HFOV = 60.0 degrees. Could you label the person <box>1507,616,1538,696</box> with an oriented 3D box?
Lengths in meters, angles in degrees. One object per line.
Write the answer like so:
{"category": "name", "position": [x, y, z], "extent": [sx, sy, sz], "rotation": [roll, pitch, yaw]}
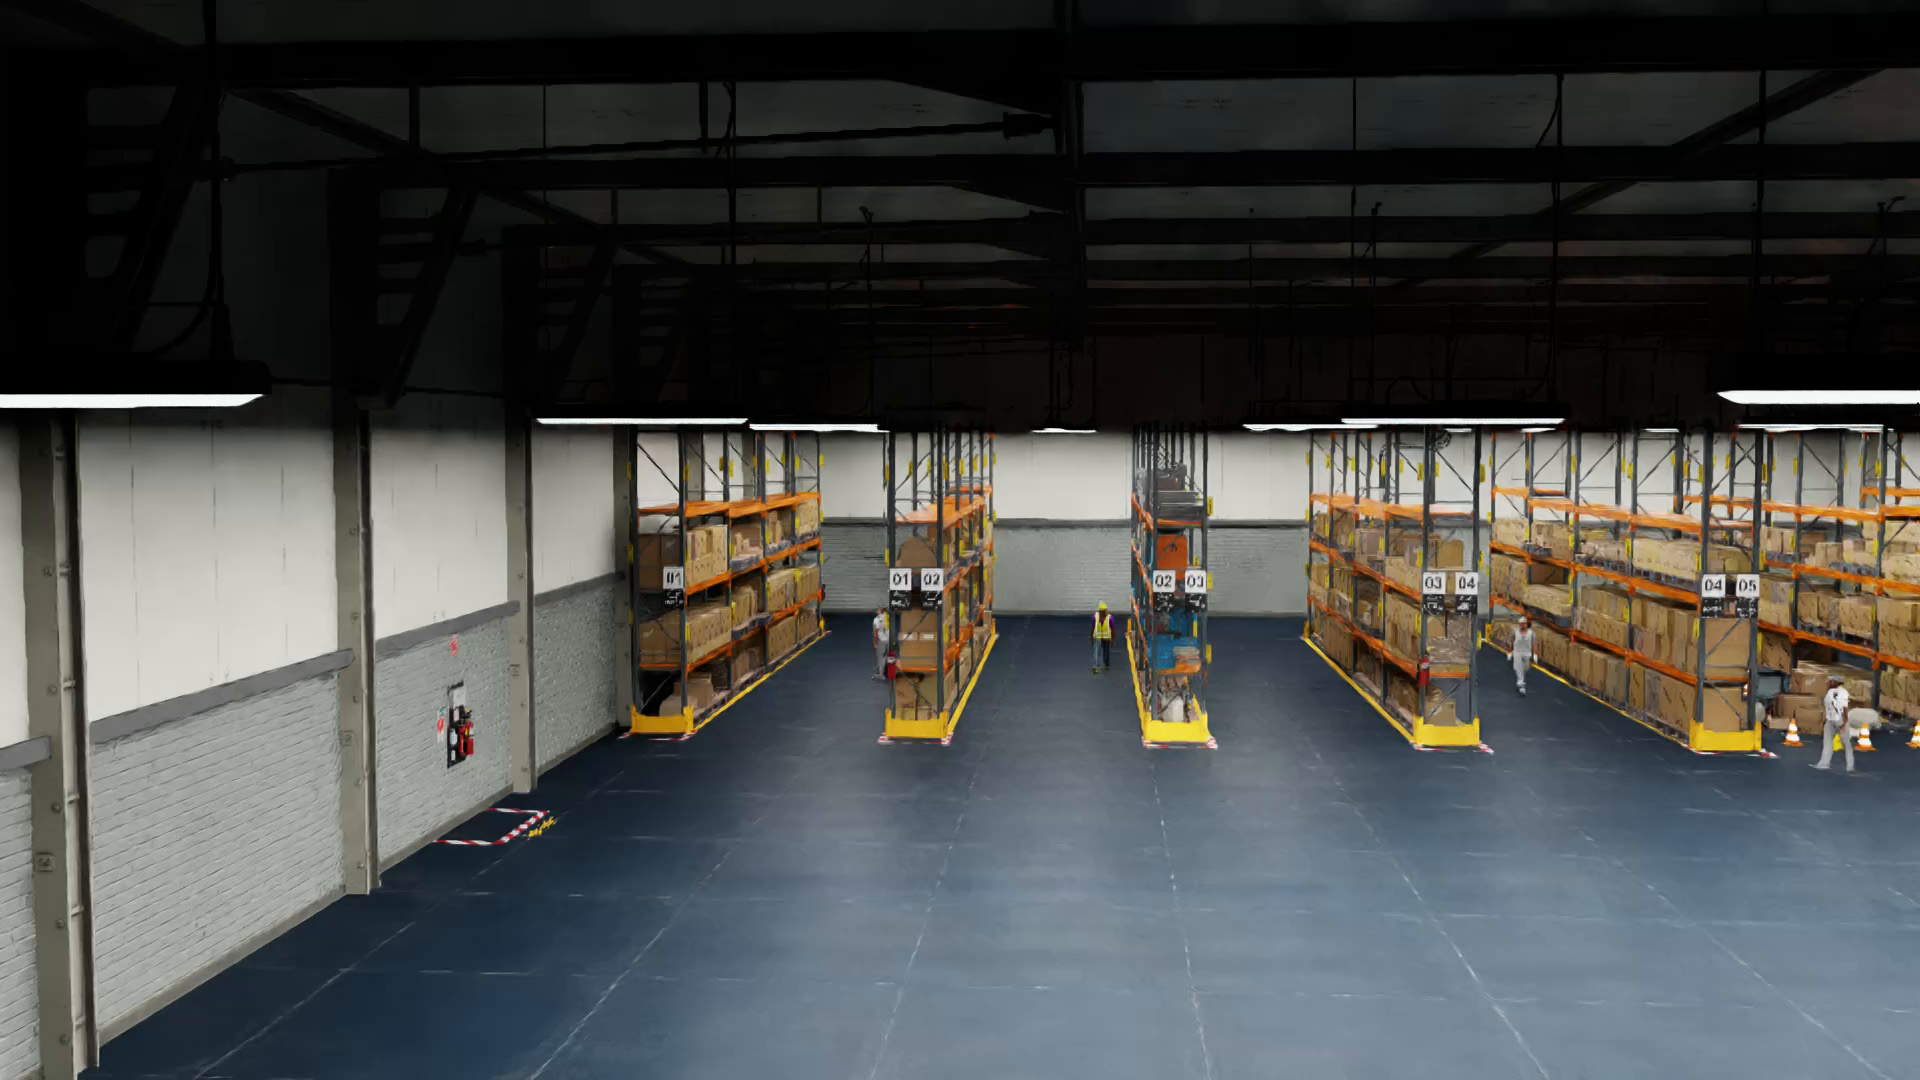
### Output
{"category": "person", "position": [12.389, 2.540, 36.569], "extent": [0.567, 1.736, 1.039], "rotation": [0, 4, 4]}

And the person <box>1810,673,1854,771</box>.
{"category": "person", "position": [14.931, 3.091, 28.375], "extent": [0.605, 1.656, 0.592], "rotation": [-1, 4, -13]}

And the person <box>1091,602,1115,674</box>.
{"category": "person", "position": [3.432, 2.336, 39.920], "extent": [0.582, 1.685, 1.120], "rotation": [0, 4, 7]}

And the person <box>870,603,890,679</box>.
{"category": "person", "position": [-1.884, 2.362, 39.068], "extent": [0.503, 1.759, 0.588], "rotation": [2, 4, 34]}
